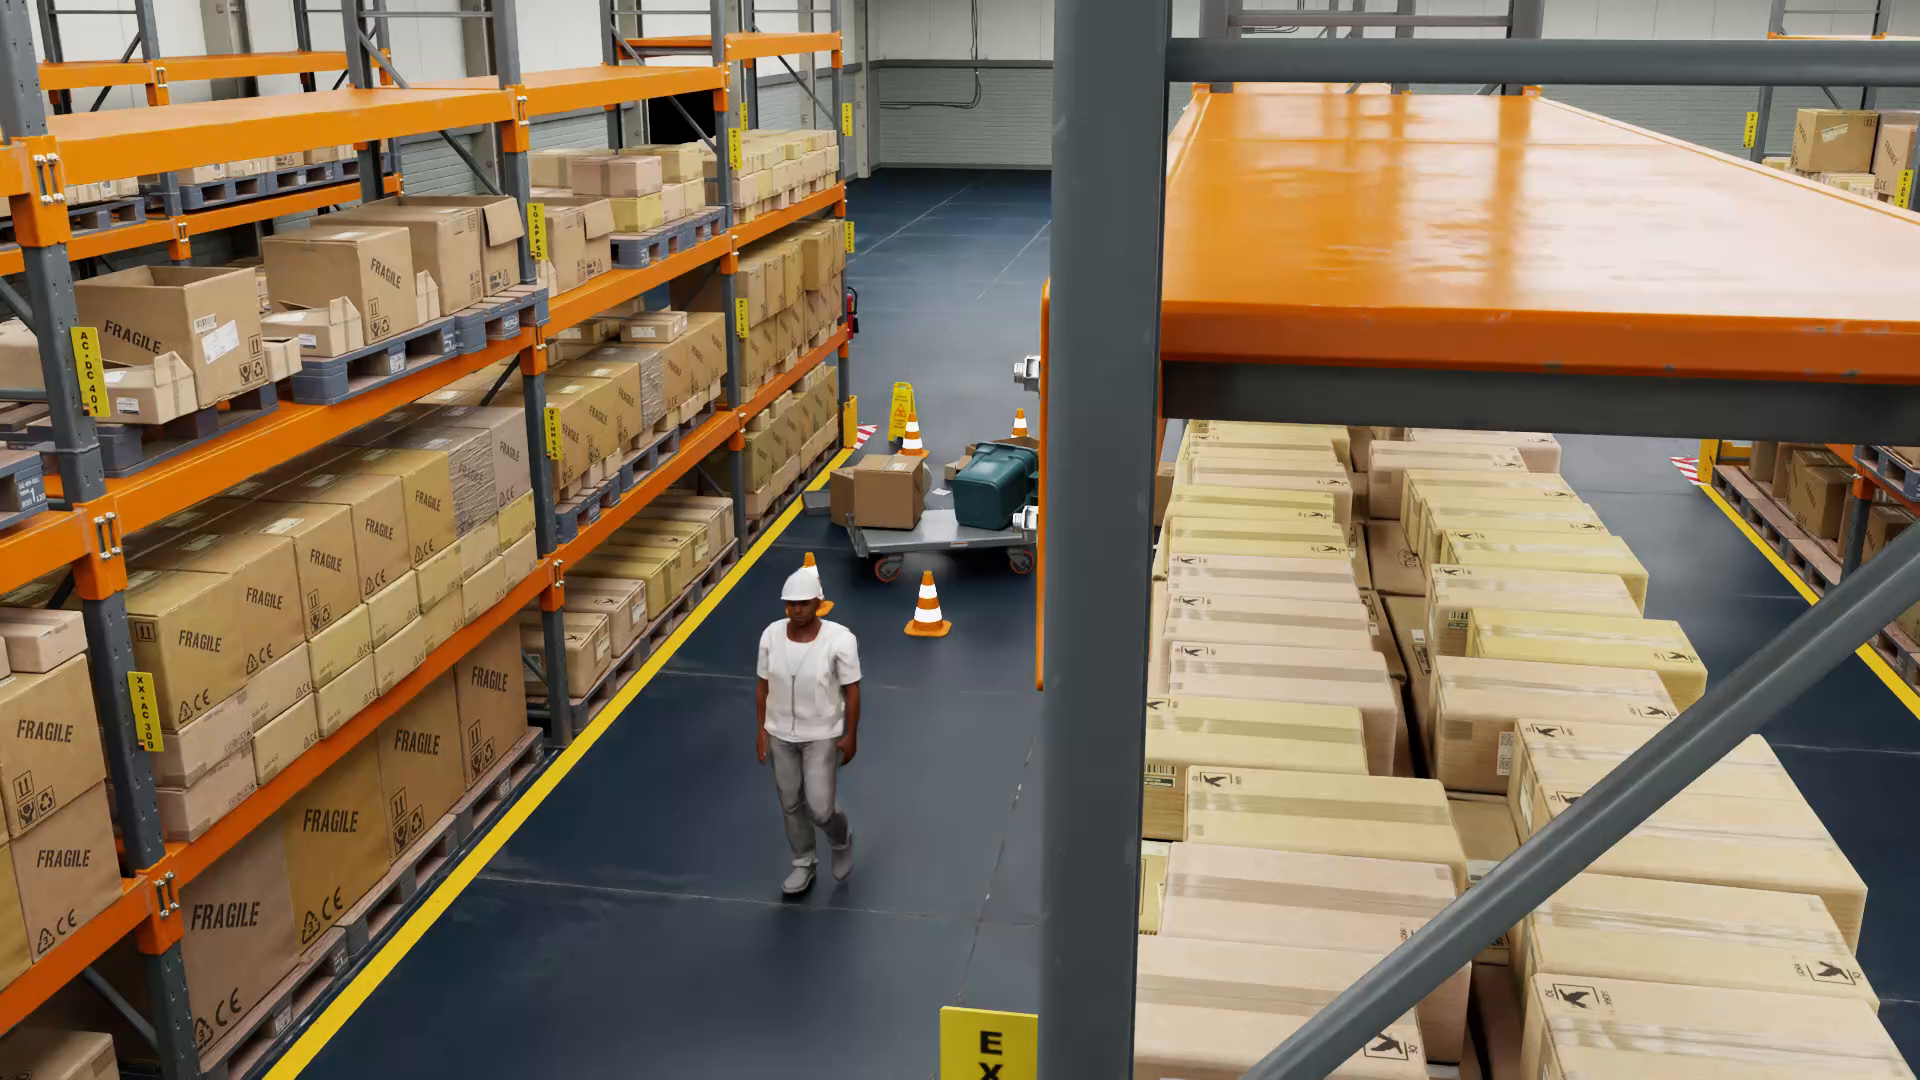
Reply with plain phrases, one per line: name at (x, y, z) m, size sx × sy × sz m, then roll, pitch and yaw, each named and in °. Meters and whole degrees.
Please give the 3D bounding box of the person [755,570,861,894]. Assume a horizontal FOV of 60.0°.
person at (-0.816, 1.015, 8.761) m, size 0.565 × 1.759 × 0.475 m, roll 6°, pitch 19°, yaw 18°
